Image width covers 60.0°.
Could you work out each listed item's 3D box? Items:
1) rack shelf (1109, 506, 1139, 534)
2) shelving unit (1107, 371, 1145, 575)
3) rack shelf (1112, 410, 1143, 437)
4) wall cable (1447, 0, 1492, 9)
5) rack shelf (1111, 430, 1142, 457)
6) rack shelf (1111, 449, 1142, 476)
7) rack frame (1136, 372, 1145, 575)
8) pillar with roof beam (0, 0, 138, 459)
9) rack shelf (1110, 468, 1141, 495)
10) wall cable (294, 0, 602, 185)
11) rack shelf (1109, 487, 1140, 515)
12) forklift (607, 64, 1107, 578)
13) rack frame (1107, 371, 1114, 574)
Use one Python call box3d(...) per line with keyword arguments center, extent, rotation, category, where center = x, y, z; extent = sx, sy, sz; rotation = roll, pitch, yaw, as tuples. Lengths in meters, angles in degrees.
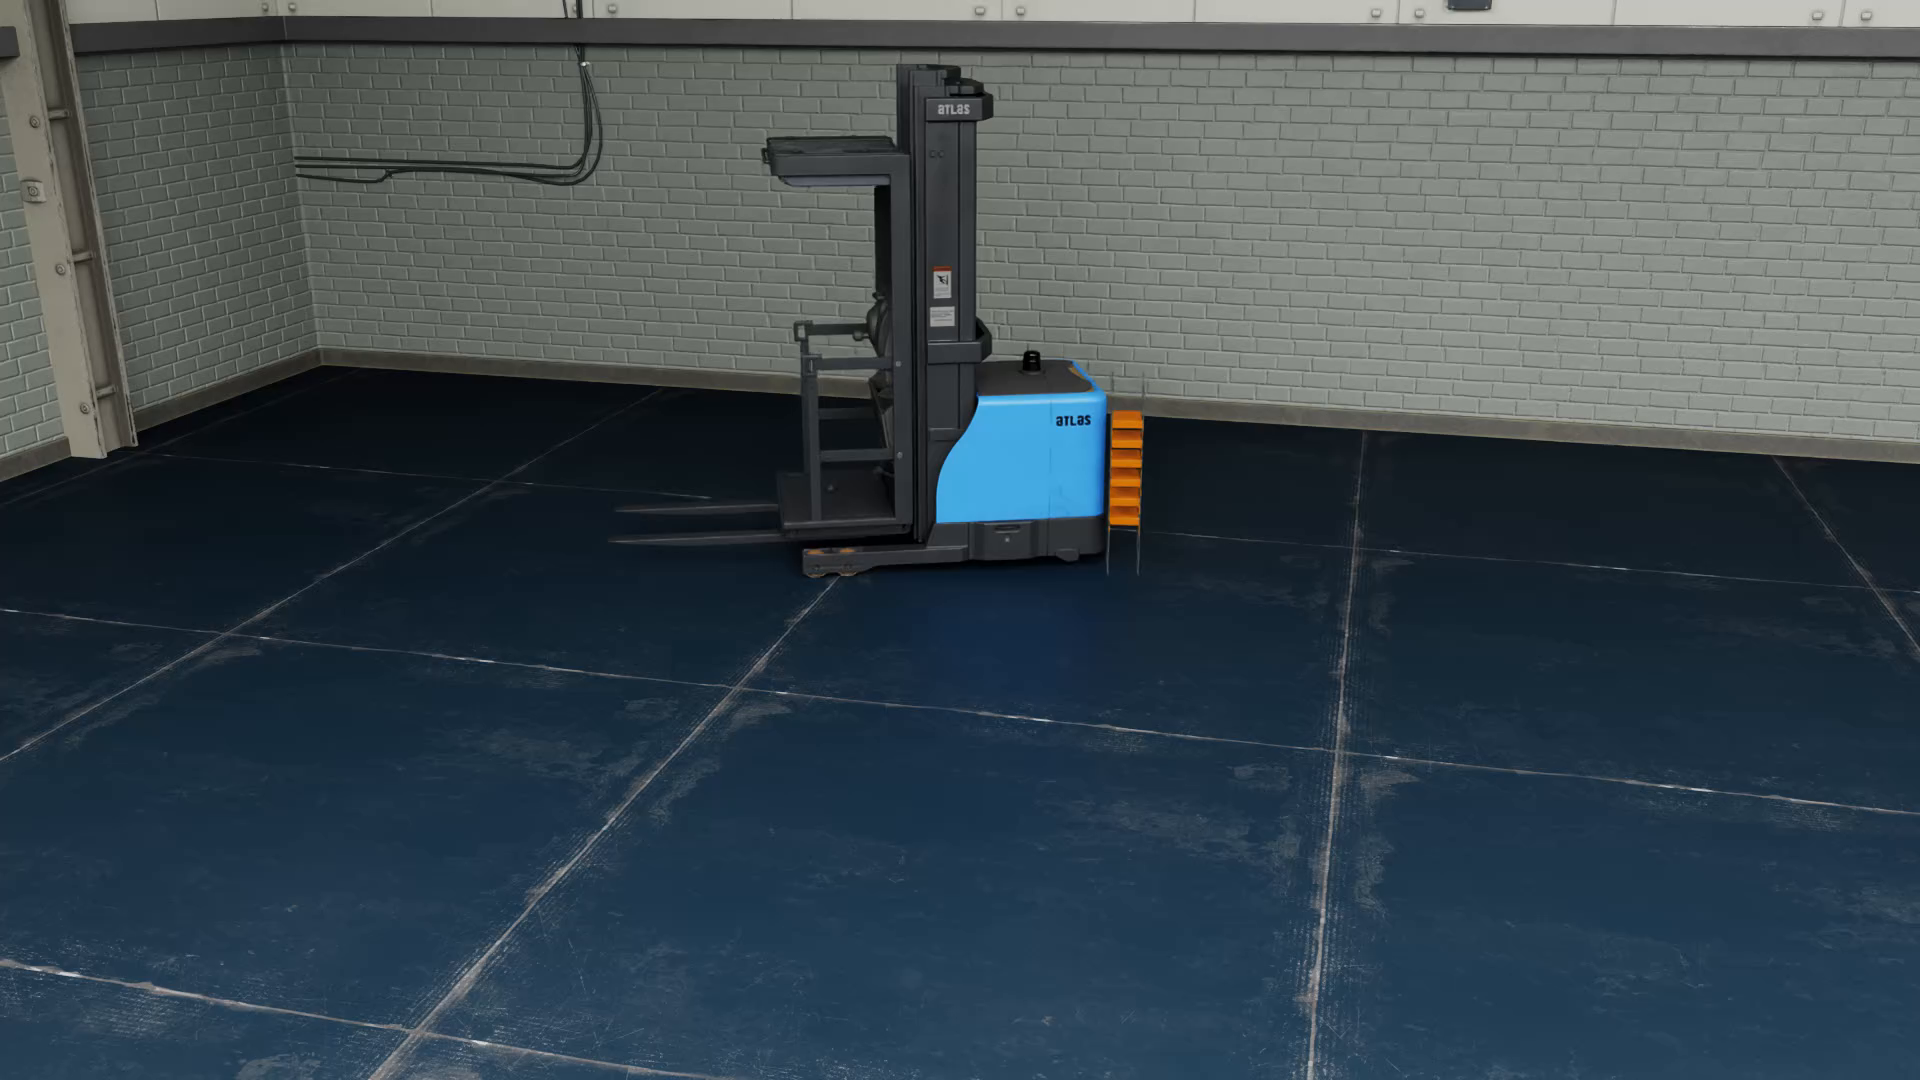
box3d(center=(0.994, -0.129, 10.089), extent=(0.180, 0.103, 0.258), rotation=(1, 19, 4), category="rack shelf")
box3d(center=(0.994, -0.398, 9.997), extent=(0.189, 1.200, 0.258), rotation=(1, 19, 4), category="shelving unit")
box3d(center=(0.994, -0.697, 9.895), extent=(0.180, 0.103, 0.258), rotation=(1, 19, 4), category="rack shelf")
box3d(center=(4.668, -6.617, 10.877), extent=(2.305, 6.003, 0.169), rotation=(5, 19, 13), category="wall cable")
box3d(center=(0.994, -0.583, 9.934), extent=(0.180, 0.103, 0.258), rotation=(1, 19, 4), category="rack shelf")
box3d(center=(0.994, -0.470, 9.973), extent=(0.180, 0.103, 0.258), rotation=(1, 19, 4), category="rack shelf")
box3d(center=(1.085, -0.396, 9.990), extent=(0.006, 1.200, 0.240), rotation=(1, 19, 4), category="rack frame")
box3d(center=(-2.361, -4.603, 10.243), extent=(9.100, 9.000, 0.400), rotation=(5, 19, 13), category="pillar with roof beam")
box3d(center=(0.994, -0.356, 10.011), extent=(0.180, 0.103, 0.258), rotation=(1, 19, 4), category="rack shelf")
box3d(center=(-4.533, -4.293, 14.138), extent=(3.097, 2.526, 0.112), rotation=(5, 19, 13), category="wall cable")
box3d(center=(0.994, -0.243, 10.050), extent=(0.180, 0.103, 0.258), rotation=(1, 19, 4), category="rack shelf")
box3d(center=(-0.662, -1.339, 10.073), extent=(3.031, 2.935, 1.130), rotation=(-3, 19, -7), category="forklift")
box3d(center=(0.903, -0.401, 10.004), extent=(0.006, 1.200, 0.240), rotation=(1, 19, 4), category="rack frame")
